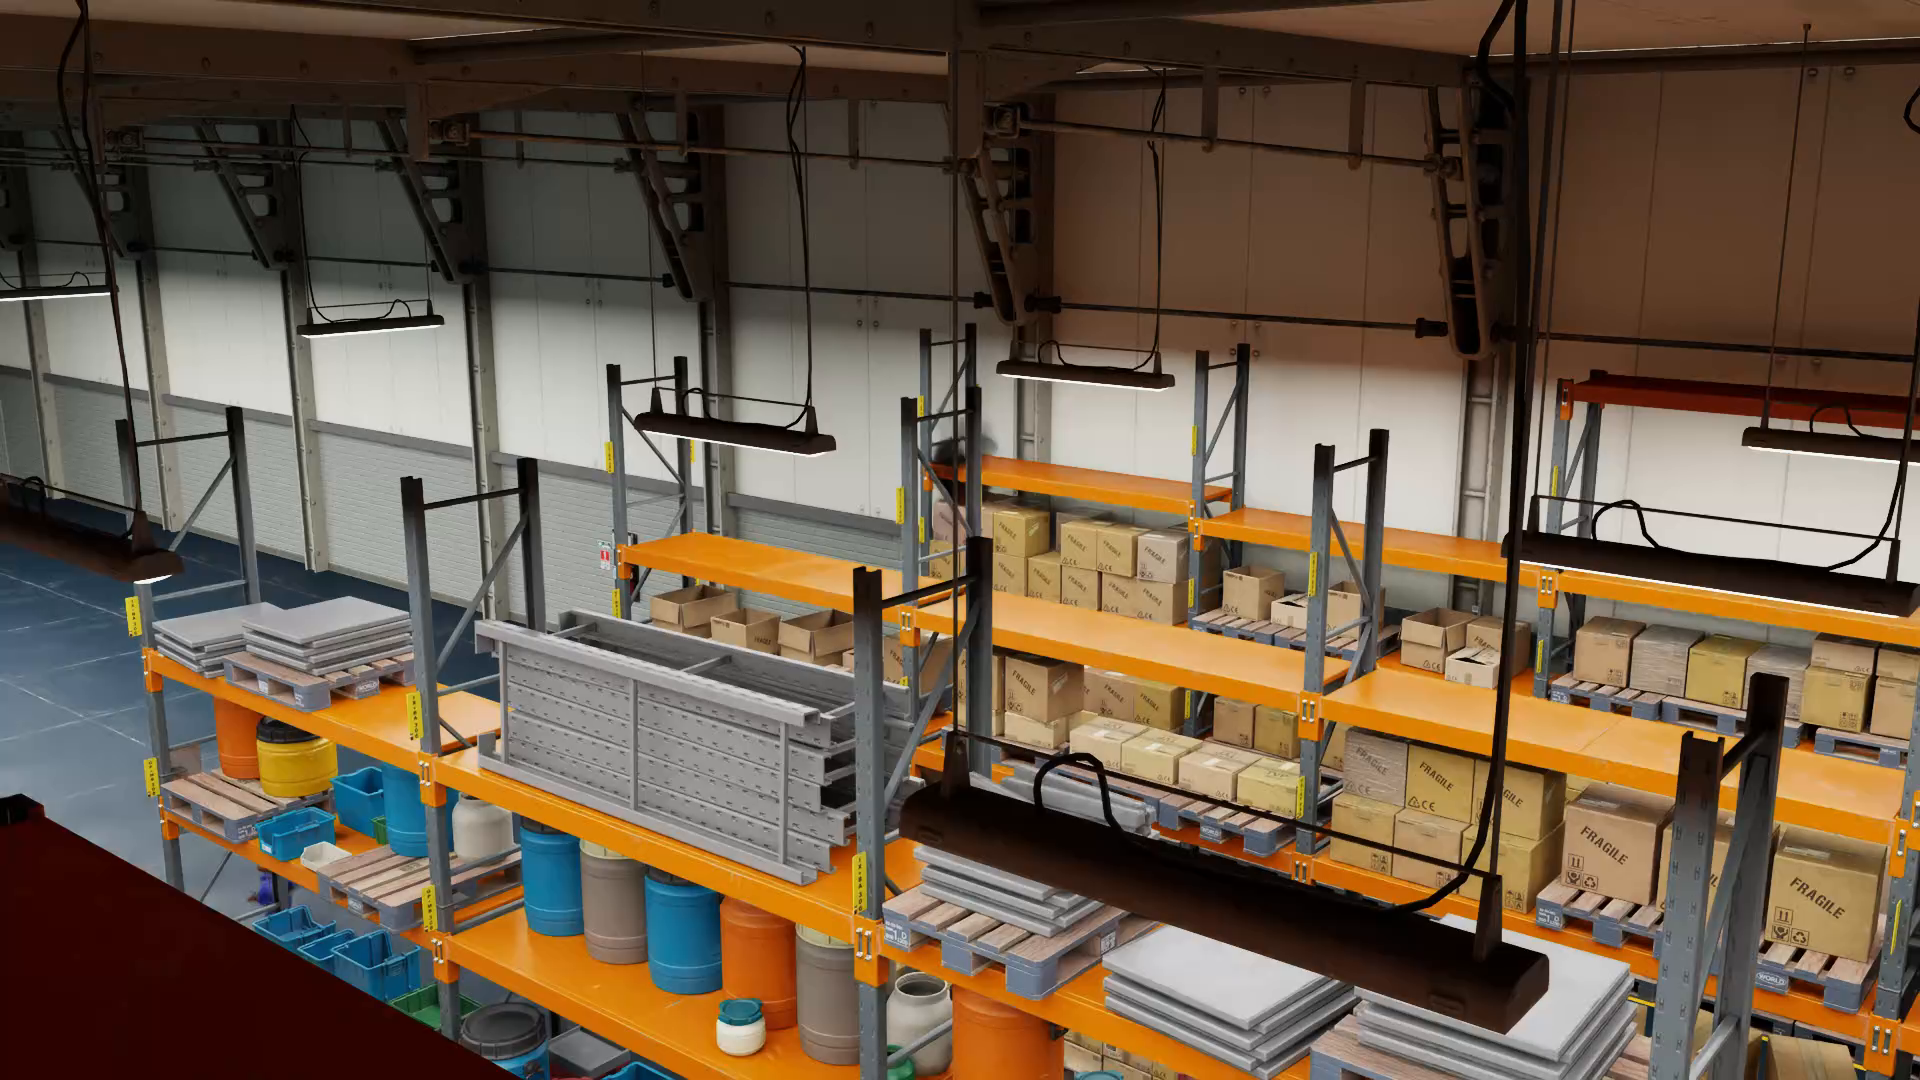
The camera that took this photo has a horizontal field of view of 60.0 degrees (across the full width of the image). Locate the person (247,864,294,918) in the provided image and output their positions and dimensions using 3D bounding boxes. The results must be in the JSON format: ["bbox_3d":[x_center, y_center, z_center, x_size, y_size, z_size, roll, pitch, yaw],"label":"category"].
[{"bbox_3d":[-6.653,3.738,16.083,0.564,1.592,0.593,1,13,3],"label":"person"}]
